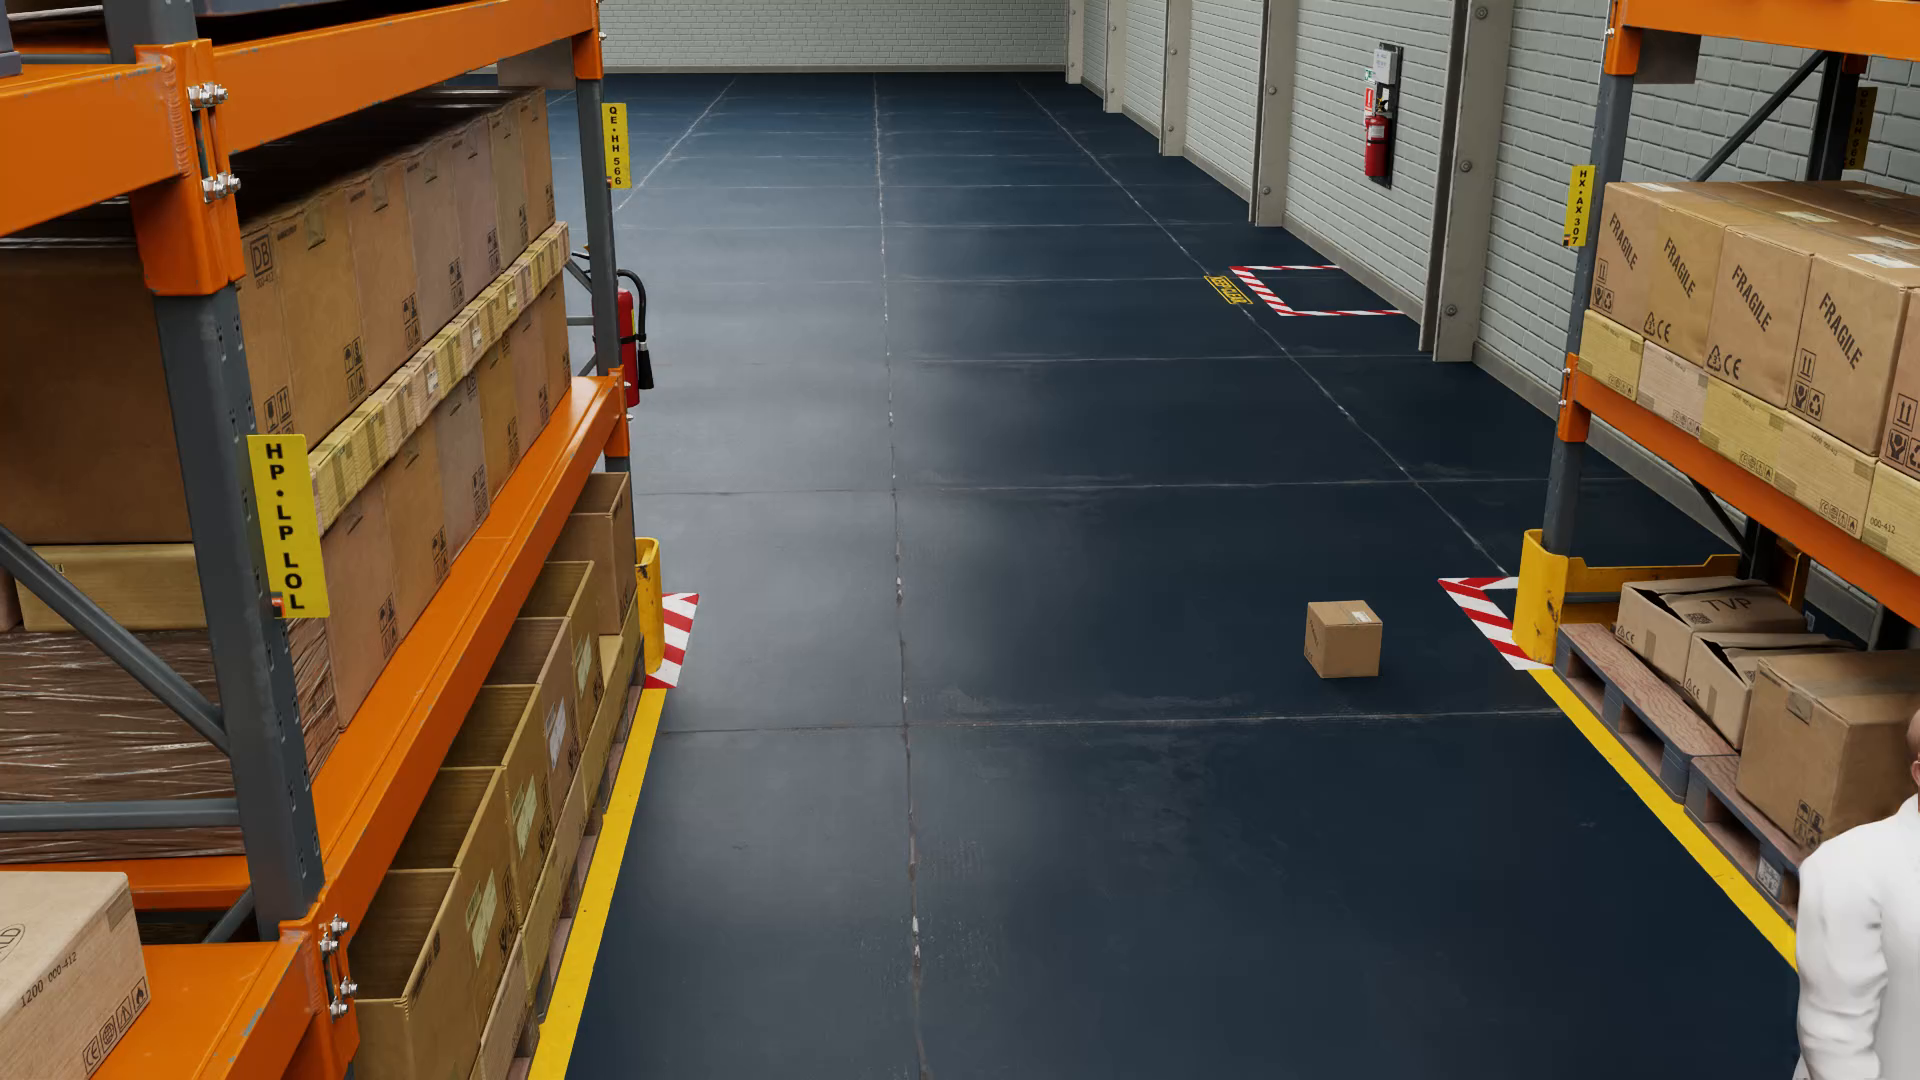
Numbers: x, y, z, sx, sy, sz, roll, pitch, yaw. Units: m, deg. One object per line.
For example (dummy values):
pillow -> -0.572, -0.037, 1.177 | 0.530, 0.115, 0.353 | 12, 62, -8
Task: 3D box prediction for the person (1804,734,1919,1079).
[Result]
person -> 1.780, 1.127, 2.995 | 0.595, 1.725, 1.033 | -4, 20, -10
